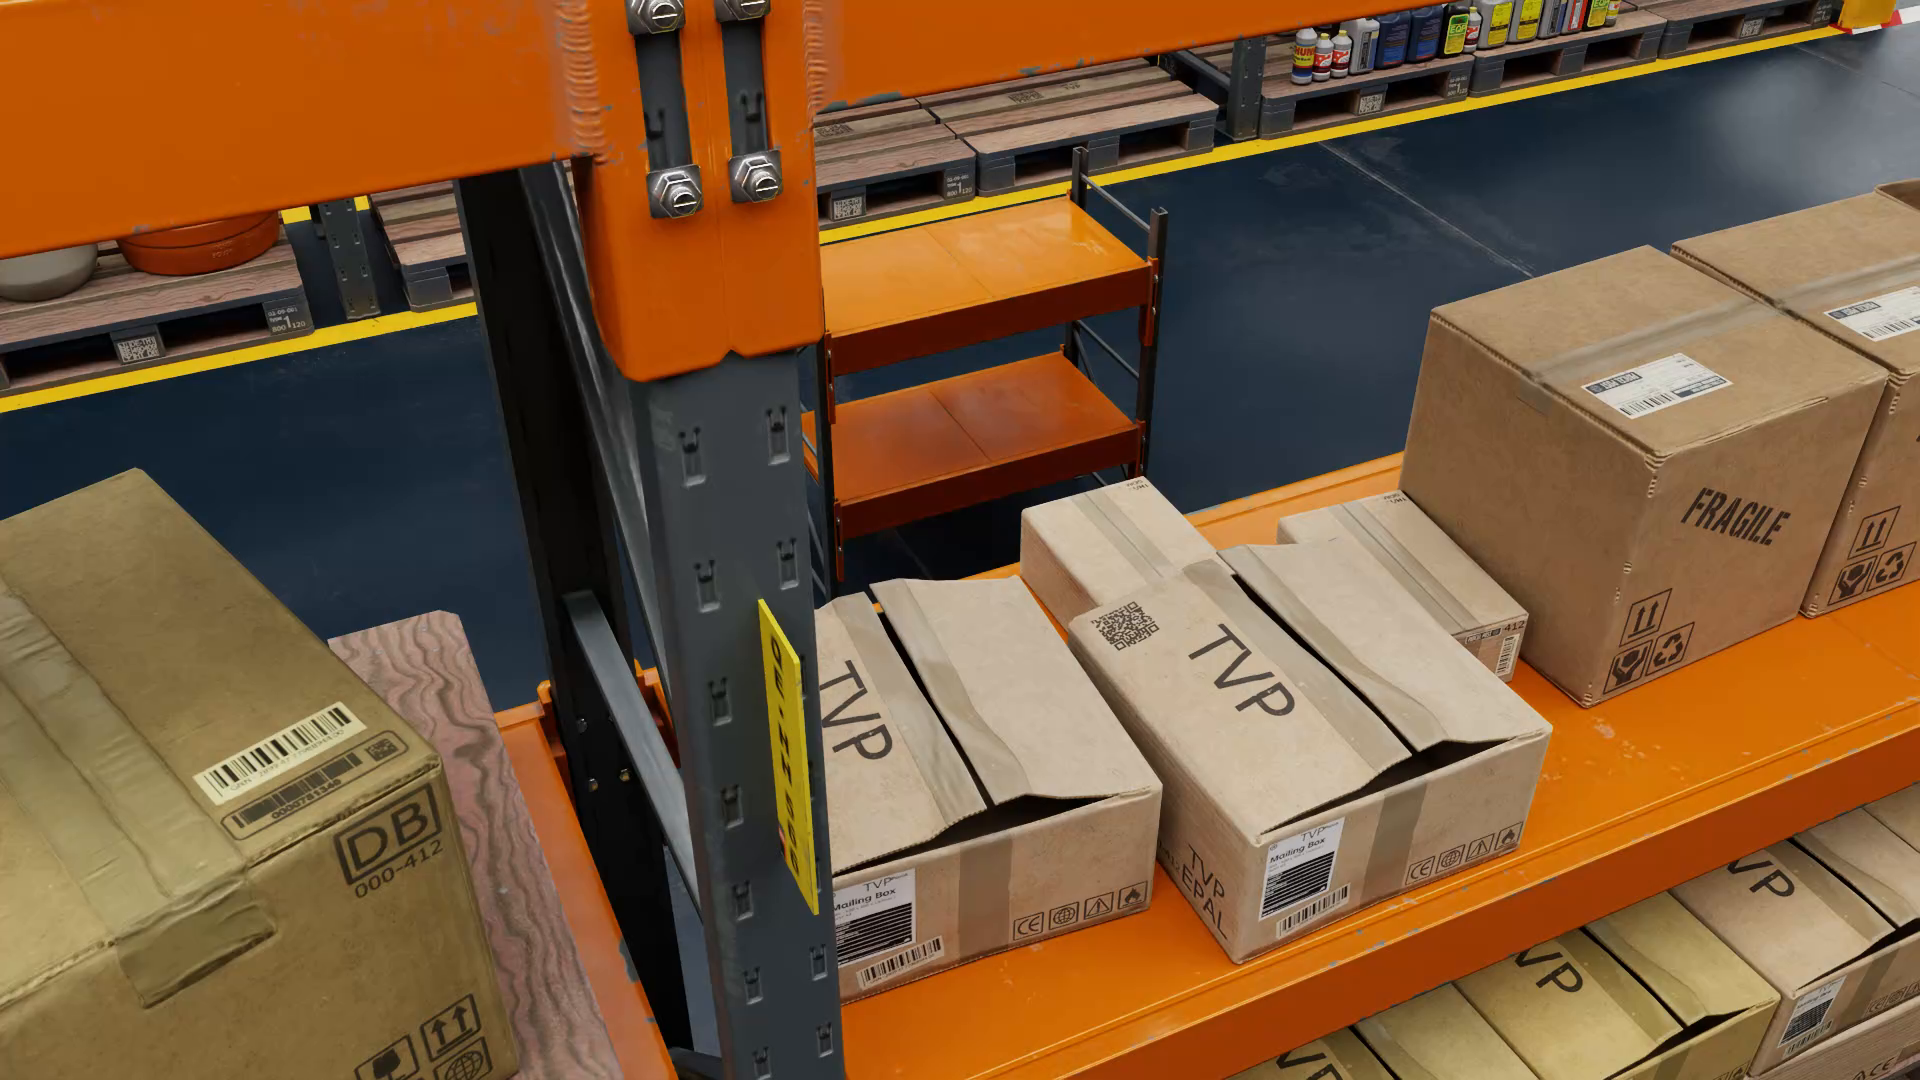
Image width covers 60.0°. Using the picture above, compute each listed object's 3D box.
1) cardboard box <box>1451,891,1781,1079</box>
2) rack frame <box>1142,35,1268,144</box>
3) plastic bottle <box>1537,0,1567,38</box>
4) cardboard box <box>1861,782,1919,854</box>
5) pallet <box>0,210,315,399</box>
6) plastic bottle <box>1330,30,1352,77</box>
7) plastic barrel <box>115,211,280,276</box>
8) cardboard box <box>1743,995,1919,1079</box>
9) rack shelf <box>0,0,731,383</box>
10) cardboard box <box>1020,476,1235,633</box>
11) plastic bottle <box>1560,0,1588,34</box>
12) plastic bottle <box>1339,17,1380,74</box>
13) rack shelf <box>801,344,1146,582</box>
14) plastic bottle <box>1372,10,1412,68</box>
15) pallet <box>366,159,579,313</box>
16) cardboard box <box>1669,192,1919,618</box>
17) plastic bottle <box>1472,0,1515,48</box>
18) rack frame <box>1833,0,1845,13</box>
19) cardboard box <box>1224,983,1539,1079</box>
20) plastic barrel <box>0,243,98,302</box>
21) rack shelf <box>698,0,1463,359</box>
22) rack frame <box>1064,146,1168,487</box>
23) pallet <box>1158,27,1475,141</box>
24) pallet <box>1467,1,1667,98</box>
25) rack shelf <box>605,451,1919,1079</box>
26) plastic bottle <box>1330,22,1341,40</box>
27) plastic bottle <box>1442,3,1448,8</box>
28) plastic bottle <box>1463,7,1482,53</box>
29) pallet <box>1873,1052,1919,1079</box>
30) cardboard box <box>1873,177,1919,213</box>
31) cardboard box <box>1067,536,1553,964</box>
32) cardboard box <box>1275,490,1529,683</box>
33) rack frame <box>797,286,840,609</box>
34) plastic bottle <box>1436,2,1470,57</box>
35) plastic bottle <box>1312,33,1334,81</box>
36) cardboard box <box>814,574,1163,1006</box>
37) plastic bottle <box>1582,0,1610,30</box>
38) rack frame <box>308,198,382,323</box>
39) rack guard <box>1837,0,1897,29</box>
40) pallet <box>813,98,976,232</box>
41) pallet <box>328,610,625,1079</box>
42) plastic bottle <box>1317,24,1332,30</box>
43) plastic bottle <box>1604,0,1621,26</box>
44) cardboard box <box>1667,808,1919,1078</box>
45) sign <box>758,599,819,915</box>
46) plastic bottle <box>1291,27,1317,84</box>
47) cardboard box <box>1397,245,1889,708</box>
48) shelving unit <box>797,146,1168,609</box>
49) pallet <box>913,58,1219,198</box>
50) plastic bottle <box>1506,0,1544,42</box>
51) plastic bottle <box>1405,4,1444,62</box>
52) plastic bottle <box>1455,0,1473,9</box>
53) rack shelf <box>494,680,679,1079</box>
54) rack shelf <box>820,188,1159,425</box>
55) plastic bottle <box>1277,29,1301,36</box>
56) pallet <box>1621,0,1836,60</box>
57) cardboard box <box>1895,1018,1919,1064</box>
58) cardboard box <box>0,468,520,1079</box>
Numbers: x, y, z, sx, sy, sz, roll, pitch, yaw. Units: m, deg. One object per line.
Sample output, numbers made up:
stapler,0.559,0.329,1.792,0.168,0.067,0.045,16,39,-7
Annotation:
cardboard box,1.135,0.821,3.110,0.500,0.311,0.500,-17,40,-21
rack frame,1.121,-3.335,7.228,0.127,3.000,1.000,-16,39,-20
plastic bottle,2.900,-2.645,8.215,0.135,0.276,0.152,-17,40,-21
cardboard box,2.056,0.565,3.455,0.500,0.311,0.500,-16,39,-20
pallet,-3.196,-0.980,6.395,1.213,0.211,1.003,-16,39,-20
plastic bottle,1.780,-2.283,7.790,0.097,0.201,0.097,0,37,0
plastic barrel,-2.936,-1.486,6.205,0.708,0.830,0.600,-16,39,-20
cardboard box,1.587,0.919,3.448,0.500,0.250,0.500,-15,39,-19
rack shelf,-2.209,-0.060,0.899,4.000,0.370,1.077,-16,39,-20
cardboard box,0.298,0.074,2.843,0.250,0.149,0.380,-16,39,-20
plastic bottle,3.026,-2.680,8.262,0.135,0.276,0.152,-15,39,-20
plastic bottle,1.877,-2.358,7.829,0.135,0.276,0.152,-14,39,-18
rack shelf,-0.006,-0.254,5.058,1.000,0.278,0.538,-16,39,-20
plastic bottle,2.028,-2.428,7.860,0.185,0.351,0.144,-15,39,-19
pallet,-1.782,-1.378,6.930,1.213,0.211,1.003,-16,39,-20
cardboard box,1.590,-0.257,2.995,0.500,0.500,0.500,-16,39,-20
plastic bottle,2.584,-2.584,8.070,0.185,0.351,0.144,-16,39,-20
rack frame,4.742,-4.347,8.593,0.127,3.000,1.000,-16,39,-20
cardboard box,0.672,0.949,2.938,0.500,0.311,0.500,-17,40,-21
plastic barrel,-3.409,-1.168,6.042,0.421,0.512,0.421,0,37,0
rack shelf,1.412,-1.072,2.264,4.000,0.370,1.077,-16,39,-20
rack frame,0.454,-0.579,5.086,0.032,1.125,0.500,-16,39,-20
pallet,1.747,-2.362,8.258,1.213,0.211,1.003,-16,39,-20
pallet,2.853,-2.674,8.677,1.213,0.211,1.003,-16,39,-20
rack shelf,1.412,0.133,3.157,4.000,0.370,1.077,-16,39,-20
plastic bottle,1.831,-2.419,7.904,0.133,0.283,0.061,-16,39,-20
plastic bottle,2.316,-2.501,8.026,0.097,0.271,0.097,0,37,0
plastic bottle,2.465,-2.475,8.049,0.097,0.201,0.097,0,37,0
pallet,1.466,0.976,3.757,1.213,0.211,1.003,-16,39,-20
cardboard box,2.043,-0.384,3.166,0.500,0.500,0.500,-13,38,-17
cardboard box,0.493,0.264,2.451,0.500,0.311,0.500,-16,39,-20
cardboard box,0.732,0.098,2.811,0.250,0.149,0.380,-13,38,-17
rack frame,-0.466,-0.321,4.739,0.032,1.125,0.500,-16,39,-20
plastic bottle,2.366,-2.468,7.971,0.133,0.283,0.061,-14,39,-18
plastic bottle,1.688,-2.258,7.756,0.097,0.201,0.097,0,37,0
cardboard box,-0.051,0.317,2.379,0.500,0.311,0.500,-13,39,-17
plastic bottle,3.168,-2.692,8.273,0.133,0.283,0.061,-15,39,-19
rack frame,-2.500,-2.322,5.863,0.127,3.000,1.000,-16,39,-20
rack guard,4.693,-3.299,9.278,0.348,0.500,1.175,-16,39,-20
pallet,-0.679,-1.684,7.343,1.213,0.211,1.003,-16,39,-20
pallet,-0.983,0.636,2.035,1.003,0.211,1.213,-16,39,-20
plastic bottle,1.841,-2.711,8.304,0.135,0.276,0.152,-16,39,-20
plastic bottle,3.266,-2.699,8.350,0.097,0.201,0.097,0,37,0
cardboard box,1.600,0.690,3.286,0.500,0.311,0.500,-16,39,-21
sign,-0.160,0.207,1.548,0.005,0.325,0.100,-16,39,-20
plastic bottle,1.596,-2.260,7.700,0.097,0.271,0.097,0,37,0
cardboard box,1.113,-0.124,2.815,0.500,0.500,0.500,-18,40,-22
shelving unit,-0.006,-0.450,4.913,1.048,1.125,0.538,-16,39,-20
pallet,0.426,-1.995,7.763,1.213,0.211,1.003,-16,39,-20
plastic bottle,2.752,-2.631,8.133,0.185,0.351,0.144,-14,39,-18
plastic bottle,2.199,-2.476,7.925,0.185,0.351,0.144,-17,40,-22
plastic bottle,2.498,-2.627,8.191,0.135,0.276,0.152,-16,39,-20
rack shelf,-2.209,1.145,1.792,4.000,0.370,1.077,-16,39,-20
rack shelf,-0.006,-0.685,4.738,1.000,0.278,0.538,-16,39,-20
plastic bottle,1.643,-2.688,8.211,0.185,0.351,0.144,-16,39,-20
pallet,3.955,-2.980,9.091,1.213,0.211,1.003,-16,39,-20
cardboard box,2.048,0.791,3.621,0.500,0.250,0.500,-15,39,-19
cardboard box,-0.921,0.361,1.809,0.500,0.500,0.700,-30,46,-34
